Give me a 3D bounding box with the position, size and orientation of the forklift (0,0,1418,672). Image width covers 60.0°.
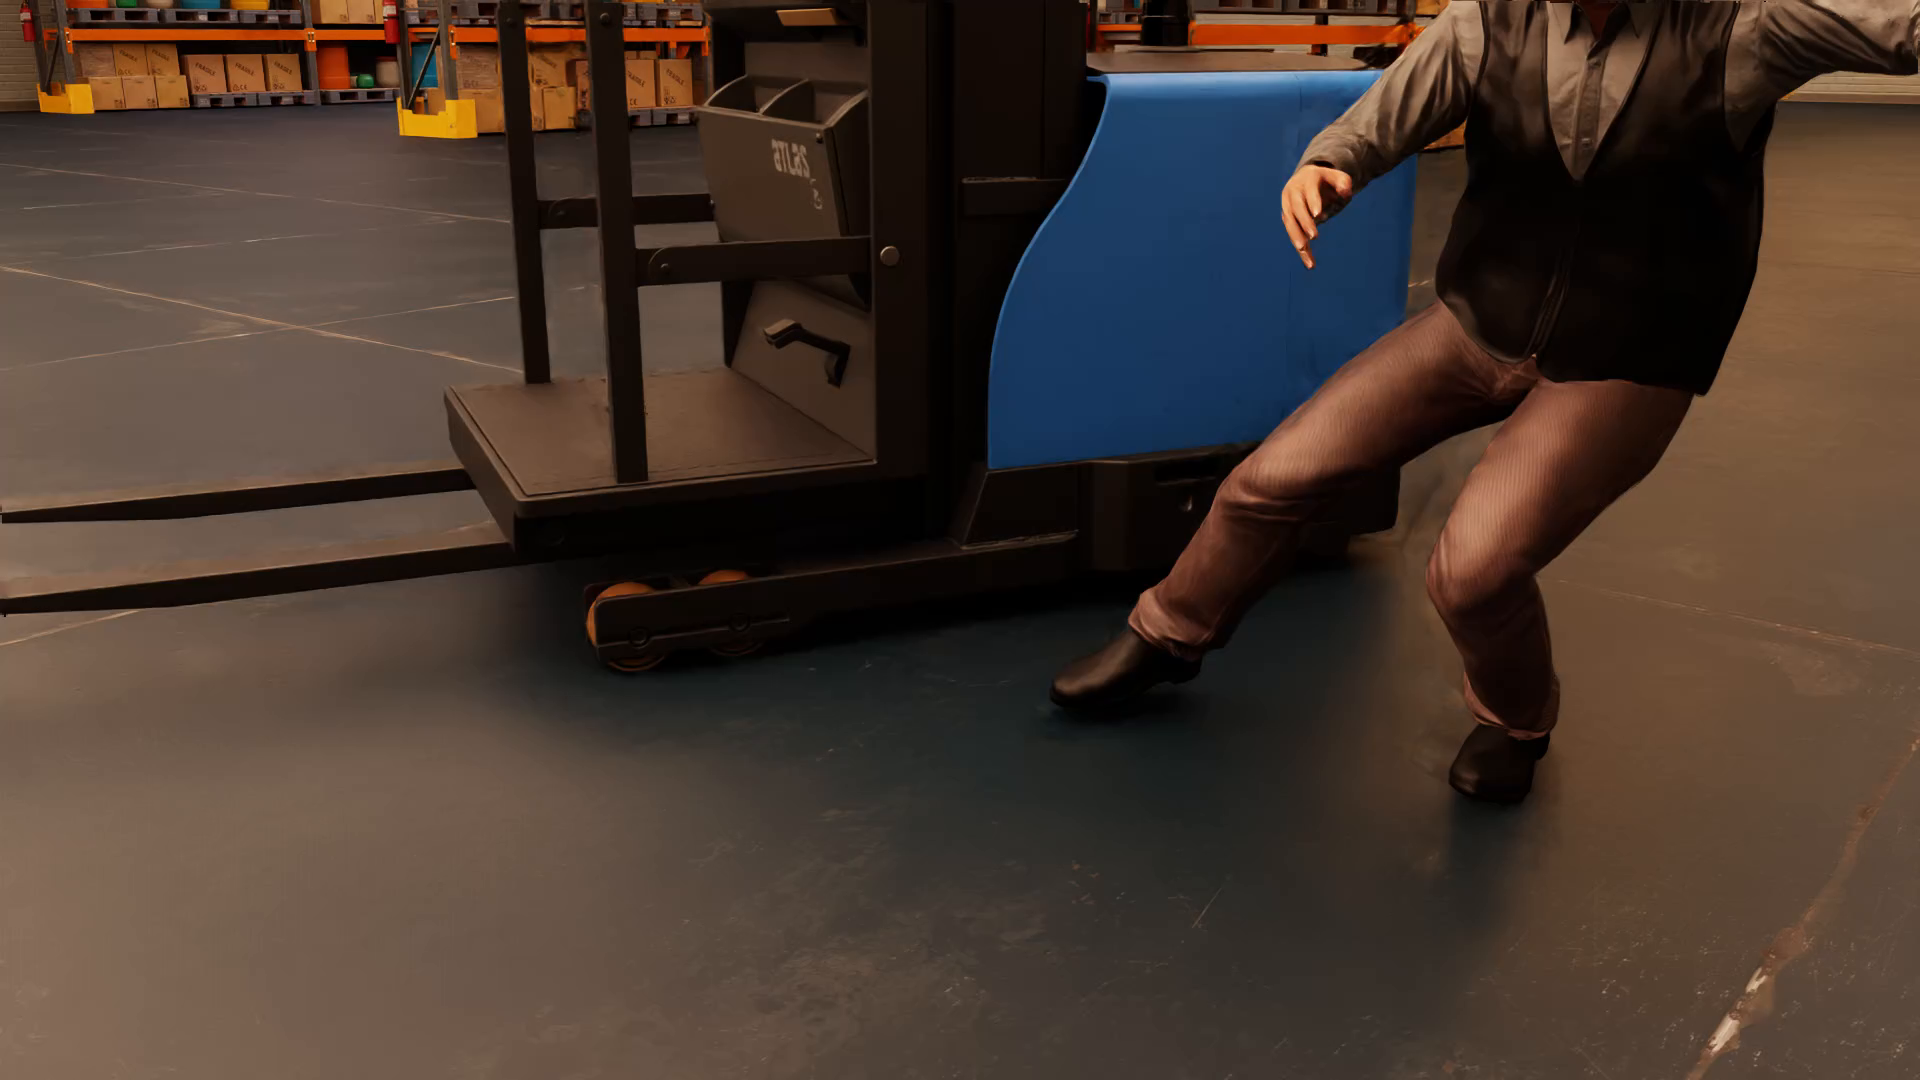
[{"bbox_3d":[-0.559,-1.329,3.273,3.031,2.935,1.130,-7,18,-22],"label":"forklift"}]

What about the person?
[{"bbox_3d":[0.810,-0.289,2.402,1.457,1.457,0.784,11,20,33],"label":"person"}]
